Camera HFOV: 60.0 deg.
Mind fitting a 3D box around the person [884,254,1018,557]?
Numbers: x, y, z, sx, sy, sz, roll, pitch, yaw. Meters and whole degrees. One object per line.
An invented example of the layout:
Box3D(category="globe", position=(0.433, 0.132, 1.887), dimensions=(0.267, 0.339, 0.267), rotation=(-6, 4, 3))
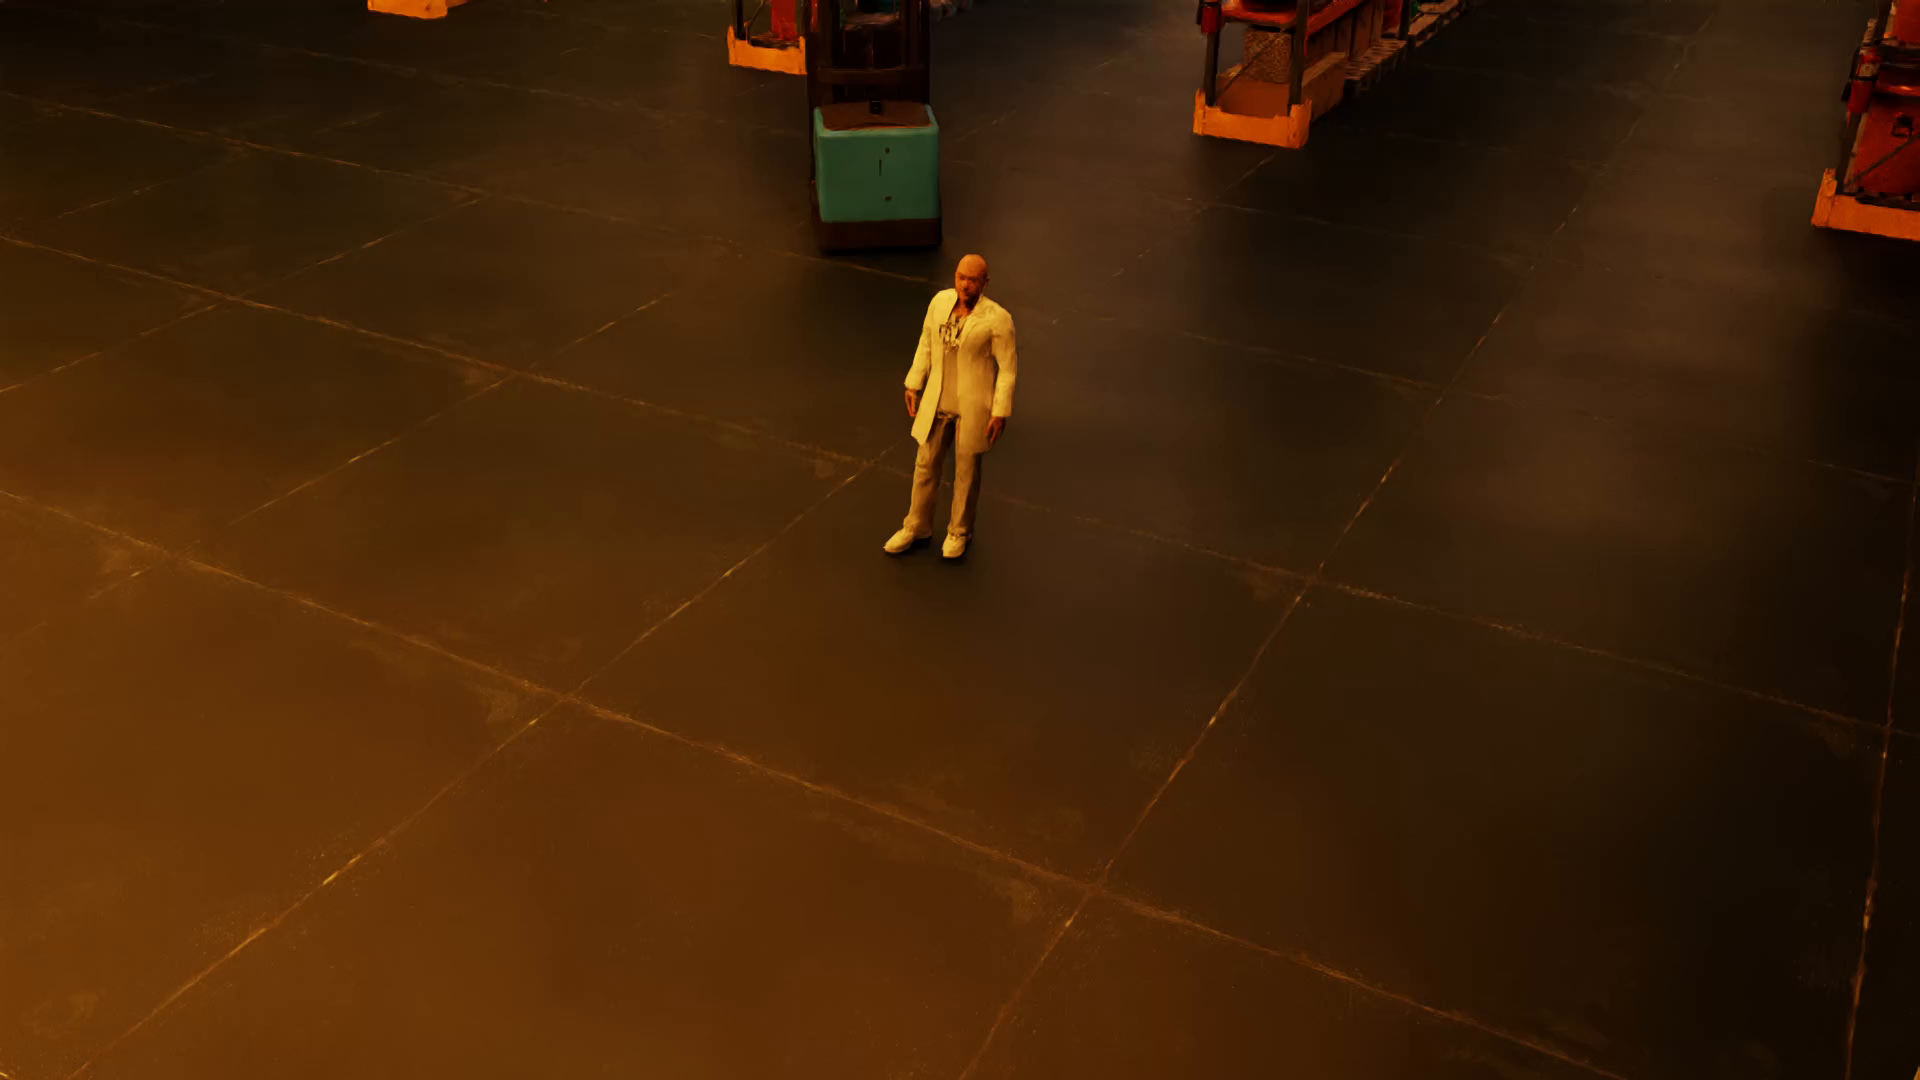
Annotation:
Box3D(category="person", position=(-0.048, -0.737, 9.488), dimensions=(0.694, 1.776, 0.579), rotation=(15, 33, 25))

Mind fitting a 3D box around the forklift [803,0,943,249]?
Box3D(category="forklift", position=(-0.843, -4.458, 14.795), dimensions=(1.130, 2.935, 3.031), rotation=(-3, 30, -6))
